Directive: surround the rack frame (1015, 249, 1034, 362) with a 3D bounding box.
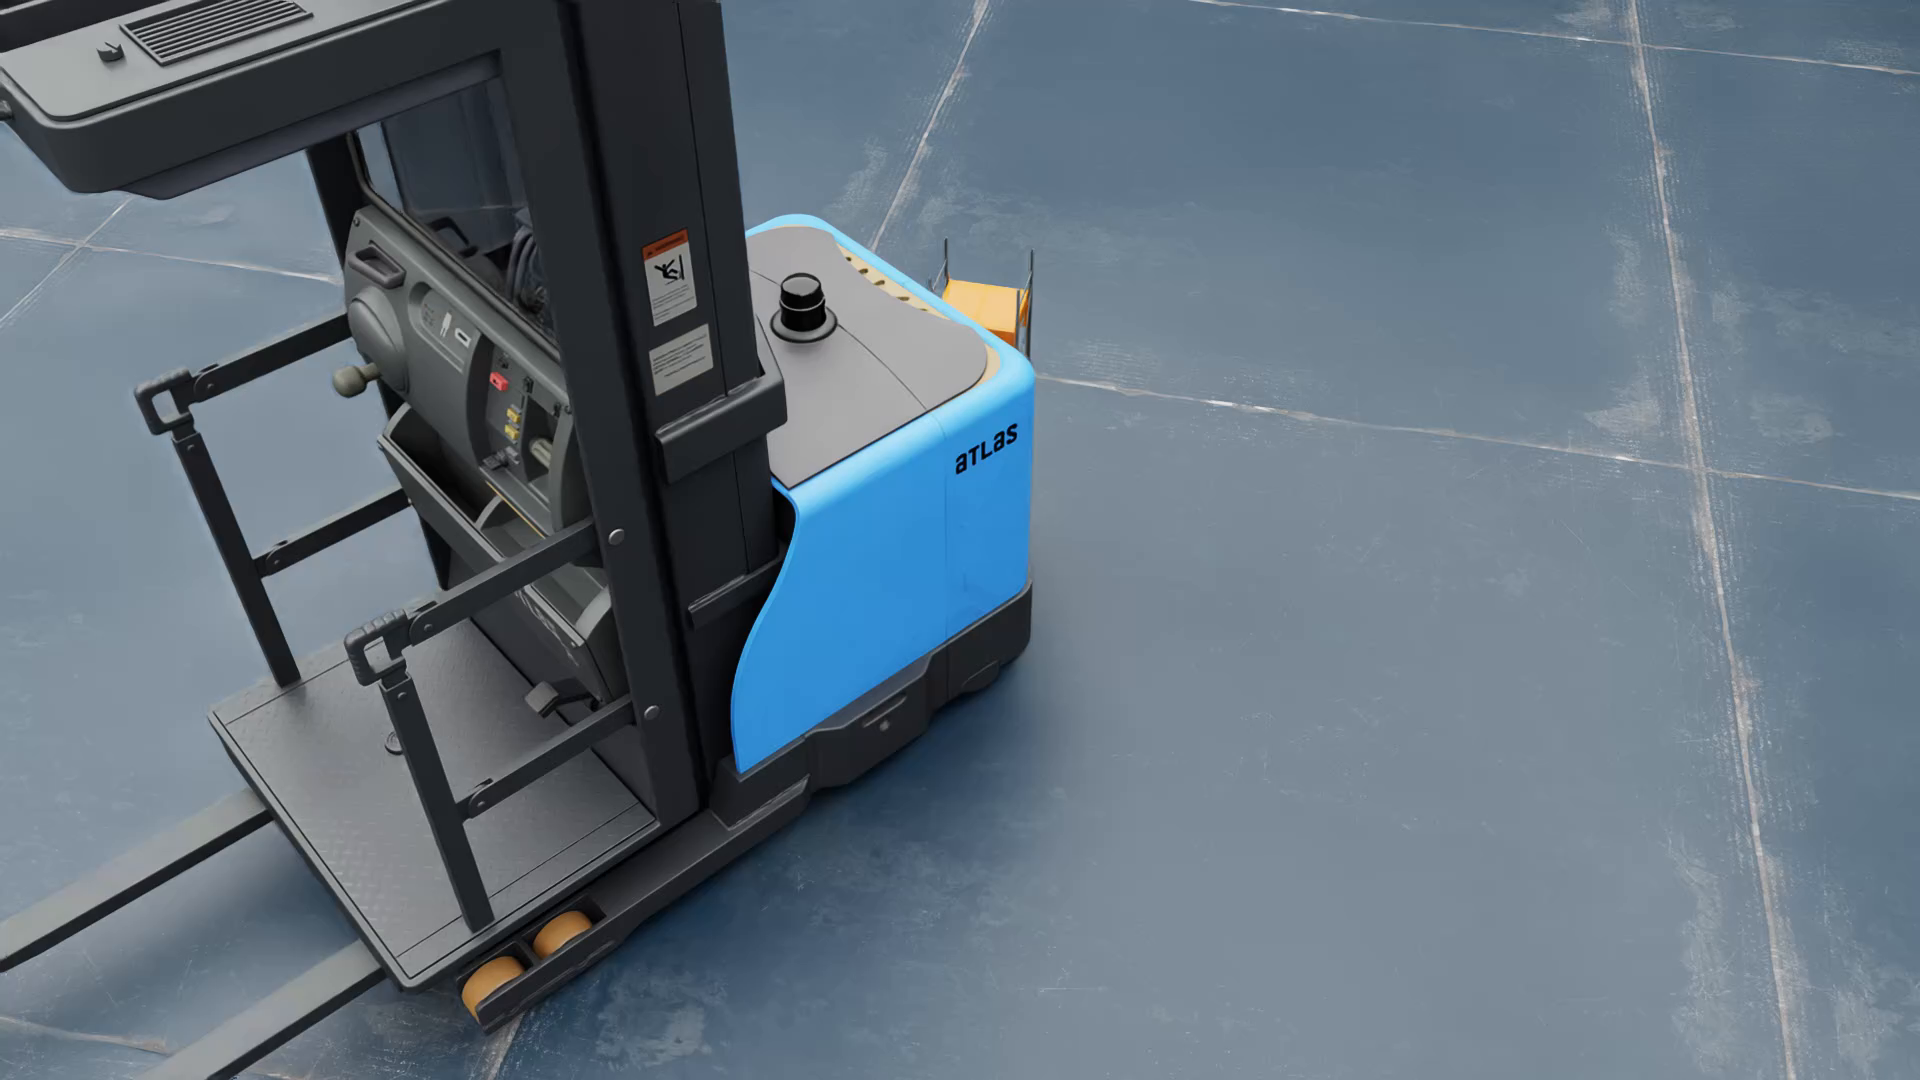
[{"bbox_3d":[0.177,-0.354,4.861,0.008,1.050,0.200,10,45,10],"label":"rack frame"}]

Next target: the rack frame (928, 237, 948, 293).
[{"bbox_3d":[-0.060,-0.394,4.902,0.008,1.050,0.200,10,45,10],"label":"rack frame"}]

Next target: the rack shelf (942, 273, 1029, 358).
[{"bbox_3d":[0.059,-0.571,4.692,0.240,0.259,0.215,10,45,10],"label":"rack shelf"}]

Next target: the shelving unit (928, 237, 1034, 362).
[{"bbox_3d":[0.059,-0.374,4.881,0.252,1.050,0.215,10,45,10],"label":"shelving unit"}]

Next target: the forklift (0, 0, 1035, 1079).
[{"bbox_3d":[-1.231,-0.297,3.445,3.031,2.935,1.130,-32,52,-29],"label":"forklift"}]
